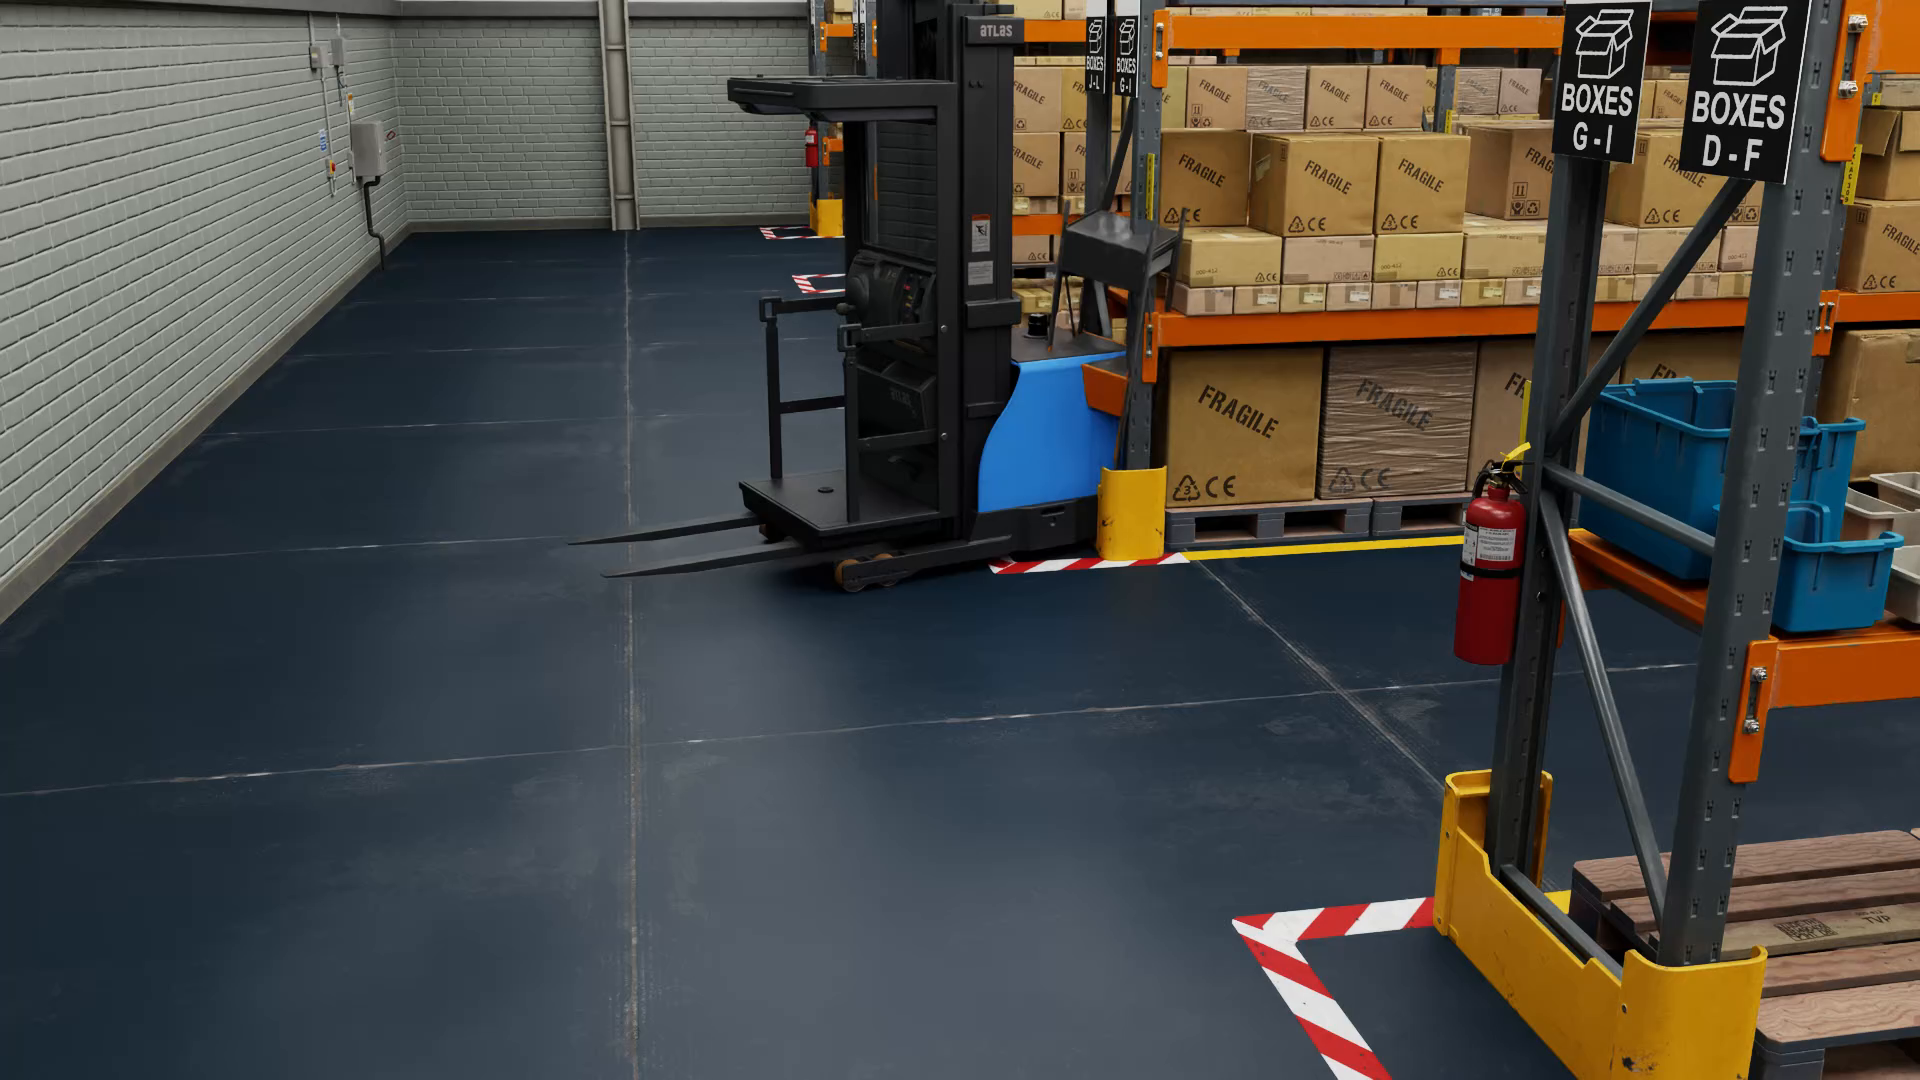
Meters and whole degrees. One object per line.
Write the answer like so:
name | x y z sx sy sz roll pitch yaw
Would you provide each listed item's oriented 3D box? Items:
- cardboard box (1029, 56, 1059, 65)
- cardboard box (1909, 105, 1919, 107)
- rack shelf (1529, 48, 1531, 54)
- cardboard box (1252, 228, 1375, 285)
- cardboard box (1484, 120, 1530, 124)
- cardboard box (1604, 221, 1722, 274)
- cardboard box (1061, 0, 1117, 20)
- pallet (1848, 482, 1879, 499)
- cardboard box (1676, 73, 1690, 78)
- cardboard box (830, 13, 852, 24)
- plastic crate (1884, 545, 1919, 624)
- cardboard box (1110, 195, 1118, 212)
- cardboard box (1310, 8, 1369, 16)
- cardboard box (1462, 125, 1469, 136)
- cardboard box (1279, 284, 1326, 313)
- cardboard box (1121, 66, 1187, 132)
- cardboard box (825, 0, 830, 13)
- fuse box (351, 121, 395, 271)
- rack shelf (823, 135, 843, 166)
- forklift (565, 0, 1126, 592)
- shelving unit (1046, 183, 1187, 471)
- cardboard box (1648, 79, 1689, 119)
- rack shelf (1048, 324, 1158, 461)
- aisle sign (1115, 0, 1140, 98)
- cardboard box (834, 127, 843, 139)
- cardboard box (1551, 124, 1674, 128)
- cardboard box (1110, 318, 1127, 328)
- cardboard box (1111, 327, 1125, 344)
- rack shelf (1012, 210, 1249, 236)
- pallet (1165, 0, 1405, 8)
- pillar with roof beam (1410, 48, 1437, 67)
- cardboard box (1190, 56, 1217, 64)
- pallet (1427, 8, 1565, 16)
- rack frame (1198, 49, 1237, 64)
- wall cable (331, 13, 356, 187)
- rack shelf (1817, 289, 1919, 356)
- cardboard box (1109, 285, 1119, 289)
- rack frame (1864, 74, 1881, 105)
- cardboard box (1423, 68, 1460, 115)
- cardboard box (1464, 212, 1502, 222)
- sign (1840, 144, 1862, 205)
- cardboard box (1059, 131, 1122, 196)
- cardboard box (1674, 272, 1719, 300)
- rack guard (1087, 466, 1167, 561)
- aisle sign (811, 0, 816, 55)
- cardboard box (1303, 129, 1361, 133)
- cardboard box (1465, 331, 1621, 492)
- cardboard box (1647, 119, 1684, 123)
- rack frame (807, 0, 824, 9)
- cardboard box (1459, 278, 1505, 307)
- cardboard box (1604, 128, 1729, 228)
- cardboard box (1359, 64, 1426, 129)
cardboard box | 0.913 -5.202 18.160 0.250 0.149 0.380 -4 17 -12
cardboard box | 6.090 -2.318 9.870 0.637 0.503 0.797 -3 17 -10
rack shelf | 8.799 -5.998 19.849 4.000 0.370 1.077 -3 17 -10
cardboard box | 1.893 -1.545 8.982 0.500 0.250 0.500 -3 17 -11
cardboard box | 4.821 -3.626 14.707 0.250 0.149 0.380 -4 17 -12
cardboard box | 3.897 -1.658 9.351 0.500 0.250 0.500 -3 17 -9
cardboard box | 1.026 -4.272 13.257 0.500 0.250 0.500 -3 17 -9
pallet | 5.532 -0.449 10.415 1.213 0.211 1.003 -3 17 -10
cardboard box | 10.948 -6.925 24.968 0.250 0.149 0.380 -3 17 -9
cardboard box | -1.607 -7.047 22.465 0.250 0.149 0.380 -3 17 -9
plastic crate | 2.436 0.118 4.167 0.298 0.136 0.250 -3 17 -10
cardboard box | 1.144 -2.813 13.790 0.250 0.149 0.380 -2 17 -8
cardboard box | 3.024 -4.385 13.628 0.500 0.250 0.500 -3 17 -11
cardboard box | 4.421 -3.407 13.996 0.250 0.149 0.380 -2 17 -8
cardboard box | 1.775 -1.328 8.955 0.250 0.149 0.380 -4 17 -12
cardboard box | 1.520 -3.599 13.541 0.500 0.500 0.500 -4 17 -12
cardboard box | -1.579 -7.390 22.903 0.500 0.250 0.500 -4 17 -11
fuse box | -6.806 -4.028 19.513 0.414 1.711 0.539 -3 17 -10
rack shelf | -0.001 -5.550 23.497 4.000 0.370 1.077 -3 17 -10
forklift | -0.545 -1.313 8.594 3.031 2.935 1.130 -9 19 -28
shelving unit | 0.757 -0.817 9.028 0.503 2.100 0.431 21 34 24
cardboard box | 8.352 -5.209 19.769 0.500 0.500 0.500 -3 17 -10
rack shelf | 0.756 -0.805 9.035 0.480 0.518 0.431 21 34 24
aisle sign | 0.847 -2.647 8.393 0.004 0.787 0.394 -3 17 -10
cardboard box | -1.589 -5.601 22.868 0.250 0.149 0.380 -3 17 -11
cardboard box | 3.785 -2.168 9.734 0.500 0.500 0.500 -3 17 -10
cardboard box | 1.358 -1.887 13.979 0.250 0.149 0.380 -3 17 -9
cardboard box | 1.350 -1.742 14.014 0.250 0.149 0.380 -3 17 -10
rack shelf | 1.983 -2.698 14.211 4.000 0.370 1.077 -3 17 -10
pallet | 1.587 -2.931 8.786 1.213 0.211 1.003 -3 17 -10
pillar with roof beam | 7.816 -8.187 20.640 0.400 9.000 9.100 -3 17 -10
cardboard box | 2.666 -5.301 18.485 0.250 0.149 0.380 -4 17 -12
pallet | 4.573 -4.501 14.067 1.003 0.211 1.213 -3 17 -10
rack frame | 2.908 -4.574 19.096 0.127 3.000 1.000 -3 17 -10
wall cable | -6.831 -4.925 18.506 0.122 1.984 0.588 -3 17 -10
rack shelf | 6.752 -1.485 10.263 4.000 0.370 1.077 -3 17 -10
cardboard box | 1.346 -2.049 14.000 0.250 0.149 0.380 -4 18 -13
rack frame | 7.874 -3.376 15.194 0.127 3.000 1.000 -3 17 -10
cardboard box | 5.387 -5.162 19.136 0.500 0.500 0.500 -3 17 -10
cardboard box | 2.795 -1.755 9.667 0.500 0.250 0.500 -3 17 -10
sign | 4.895 -2.009 9.135 0.005 0.325 0.100 -3 17 -10
cardboard box | 1.033 -3.103 13.628 0.500 0.500 0.500 -3 17 -10
cardboard box | 4.046 -1.457 9.376 0.250 0.149 0.380 -4 17 -11
rack guard | 0.837 -0.298 9.432 0.348 0.500 1.175 -3 17 -10
aisle sign | -1.976 -6.936 22.359 0.004 0.787 0.394 -3 17 -10
cardboard box | 3.015 -3.206 13.964 0.500 0.500 0.500 -4 17 -12
cardboard box | 3.241 -0.839 9.837 0.875 0.875 0.875 -3 17 -10
cardboard box | 6.353 -3.713 14.990 0.250 0.149 0.380 -2 17 -8
rack frame | -1.964 -8.650 22.148 0.127 3.000 1.000 -3 17 -10
cardboard box | 2.782 -1.385 9.141 0.250 0.149 0.380 -4 17 -12
cardboard box | 3.895 -2.017 9.242 0.500 0.500 0.500 -3 17 -10
cardboard box | 3.536 -3.717 13.924 0.500 0.500 0.500 -4 17 -12
